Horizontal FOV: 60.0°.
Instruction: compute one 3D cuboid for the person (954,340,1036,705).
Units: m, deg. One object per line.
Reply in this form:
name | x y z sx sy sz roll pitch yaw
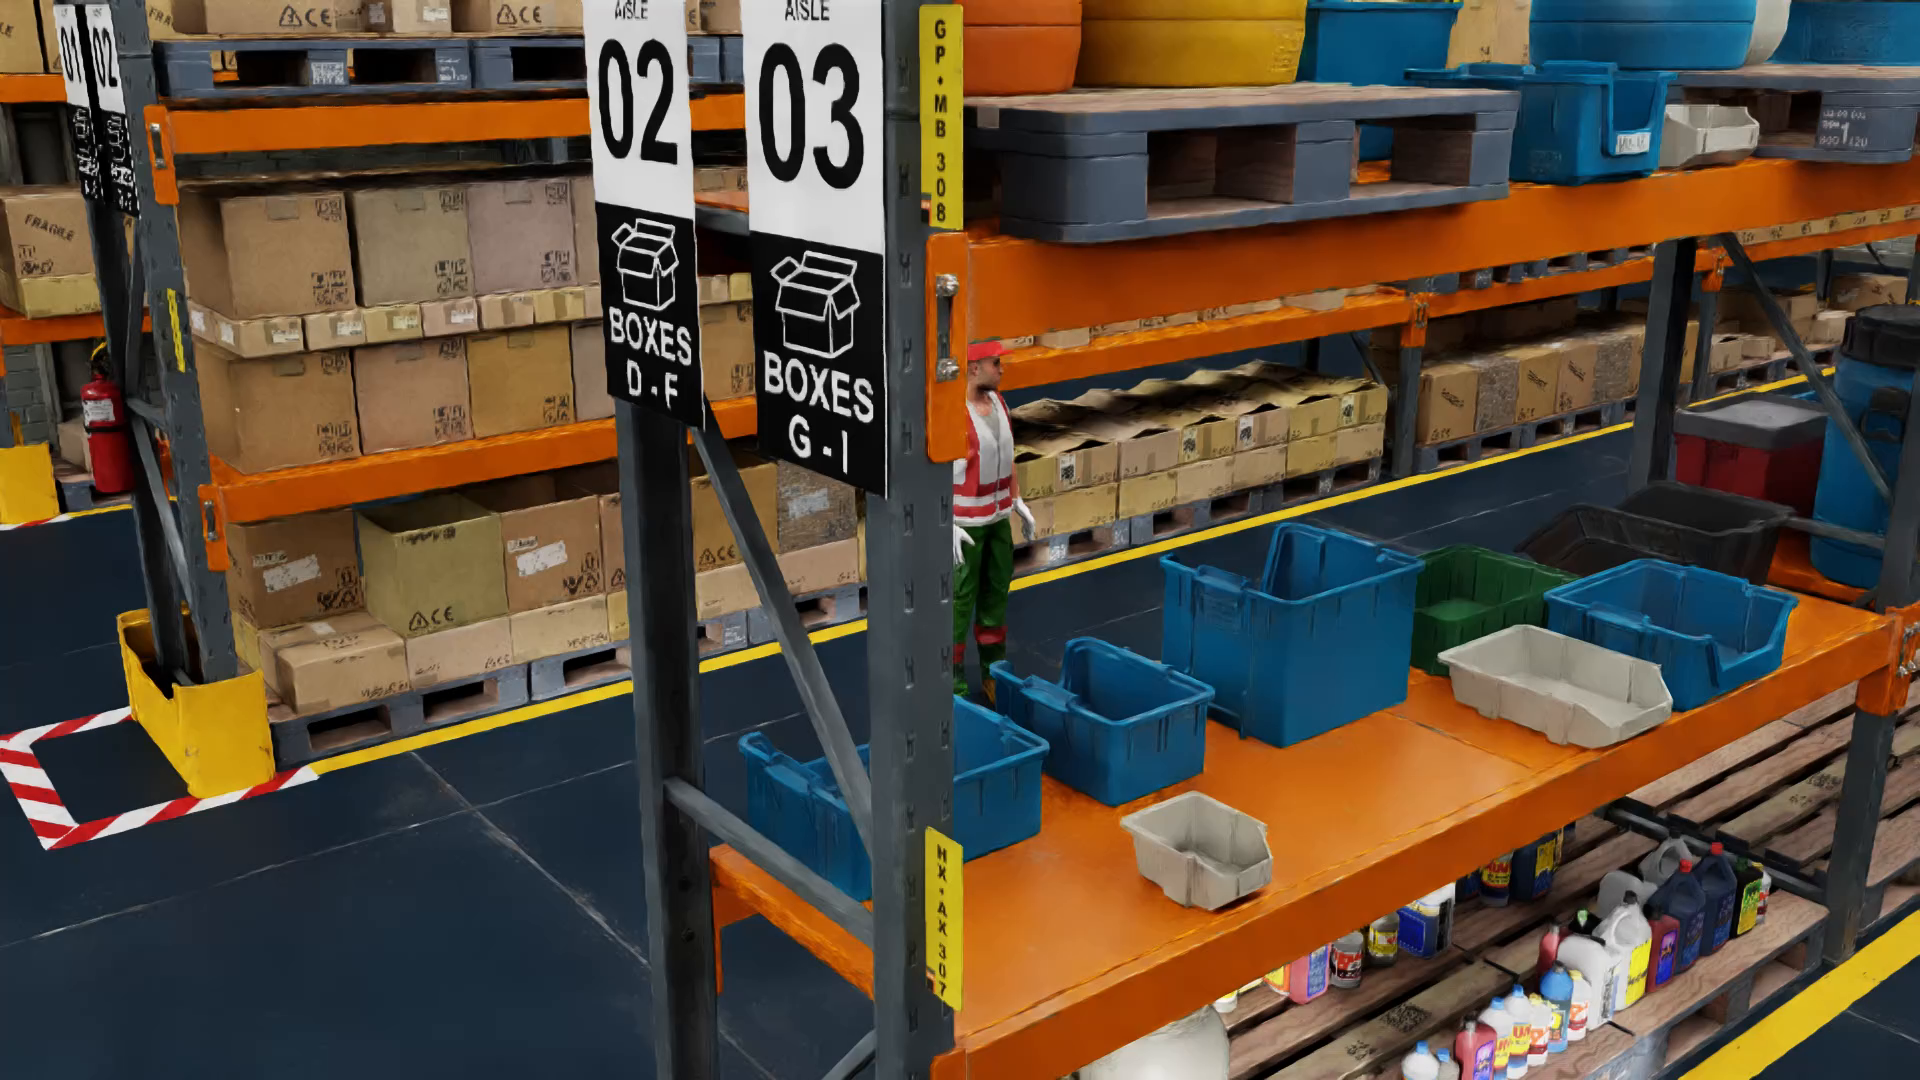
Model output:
person | 0.093 -0.073 7.717 0.402 1.821 0.590 14 22 37
